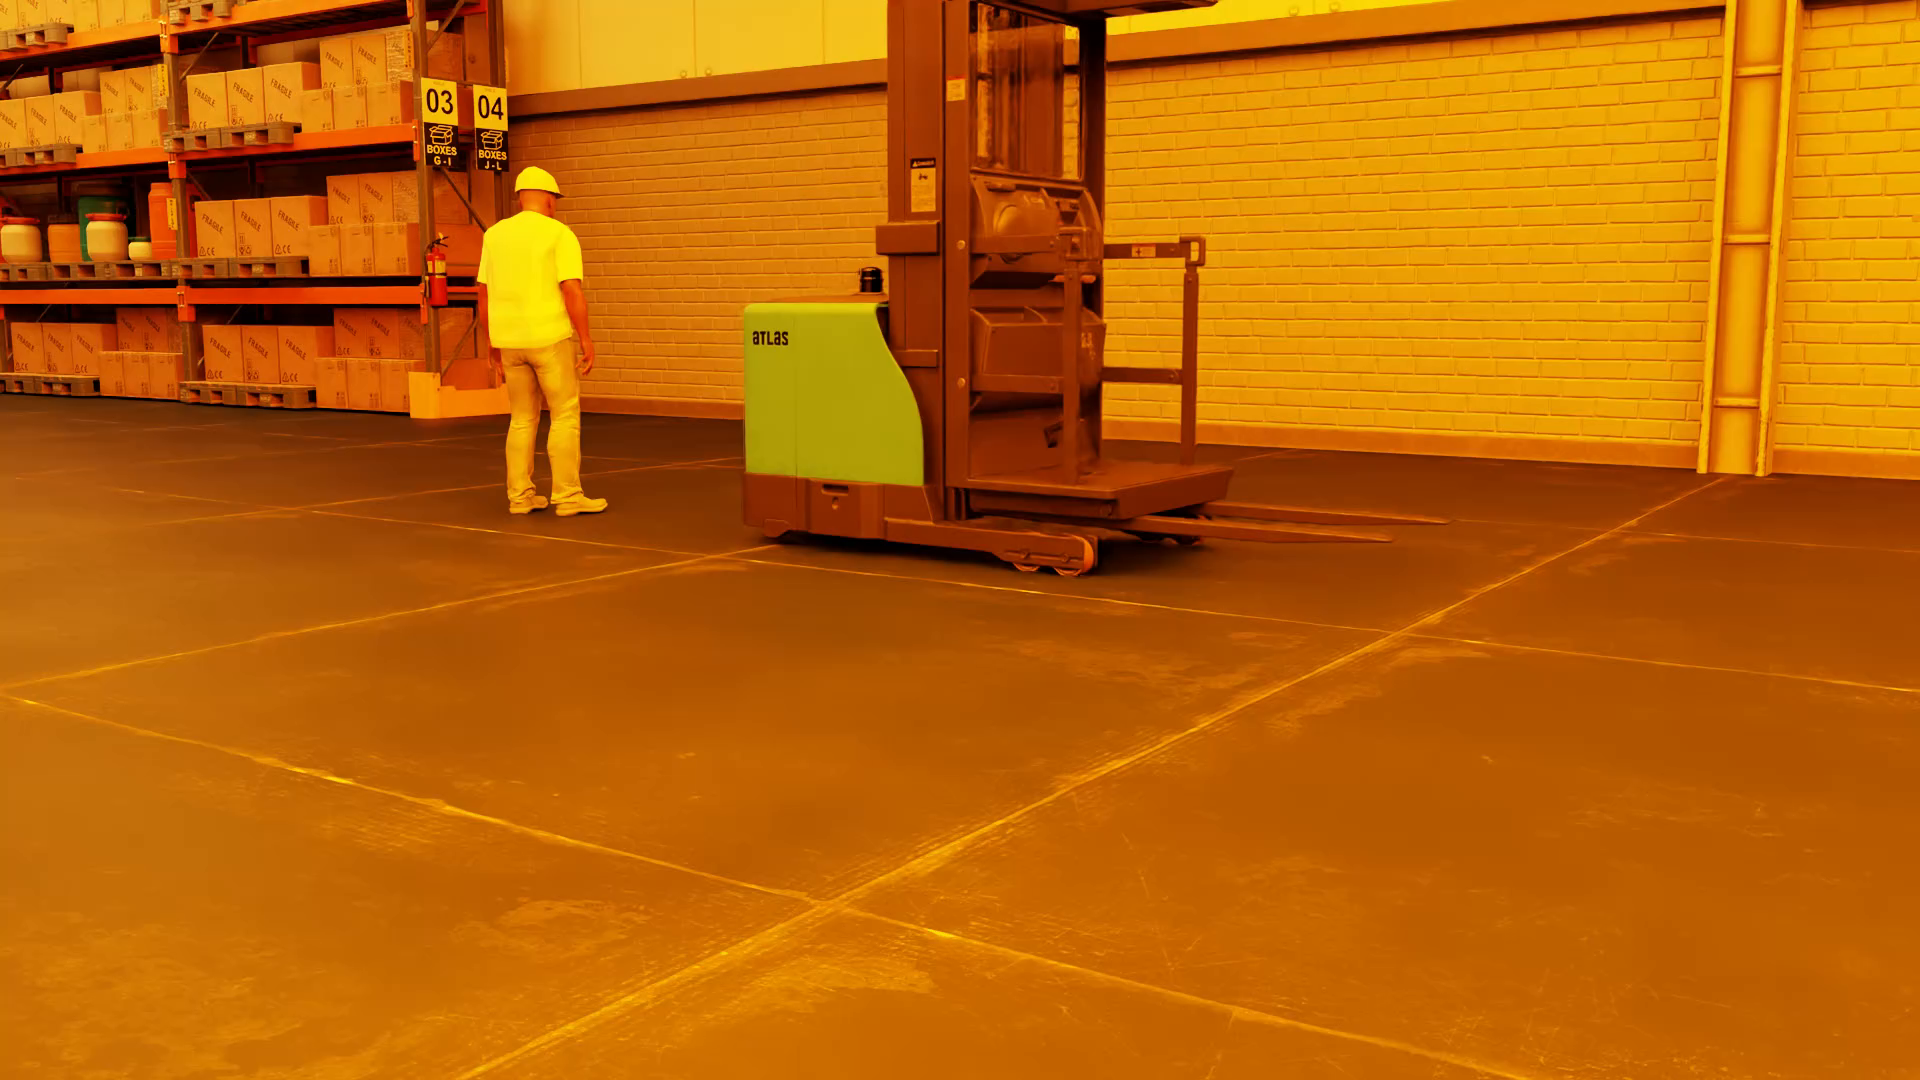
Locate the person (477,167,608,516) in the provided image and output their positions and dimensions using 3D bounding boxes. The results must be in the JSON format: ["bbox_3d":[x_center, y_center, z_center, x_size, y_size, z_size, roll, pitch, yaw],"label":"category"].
[{"bbox_3d":[-2.149,-1.013,8.494,0.627,1.759,0.462,3,9,21],"label":"person"}]

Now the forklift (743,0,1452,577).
[{"bbox_3d":[0.506,-1.389,6.958,3.031,2.935,1.130,6,10,35],"label":"forklift"}]
